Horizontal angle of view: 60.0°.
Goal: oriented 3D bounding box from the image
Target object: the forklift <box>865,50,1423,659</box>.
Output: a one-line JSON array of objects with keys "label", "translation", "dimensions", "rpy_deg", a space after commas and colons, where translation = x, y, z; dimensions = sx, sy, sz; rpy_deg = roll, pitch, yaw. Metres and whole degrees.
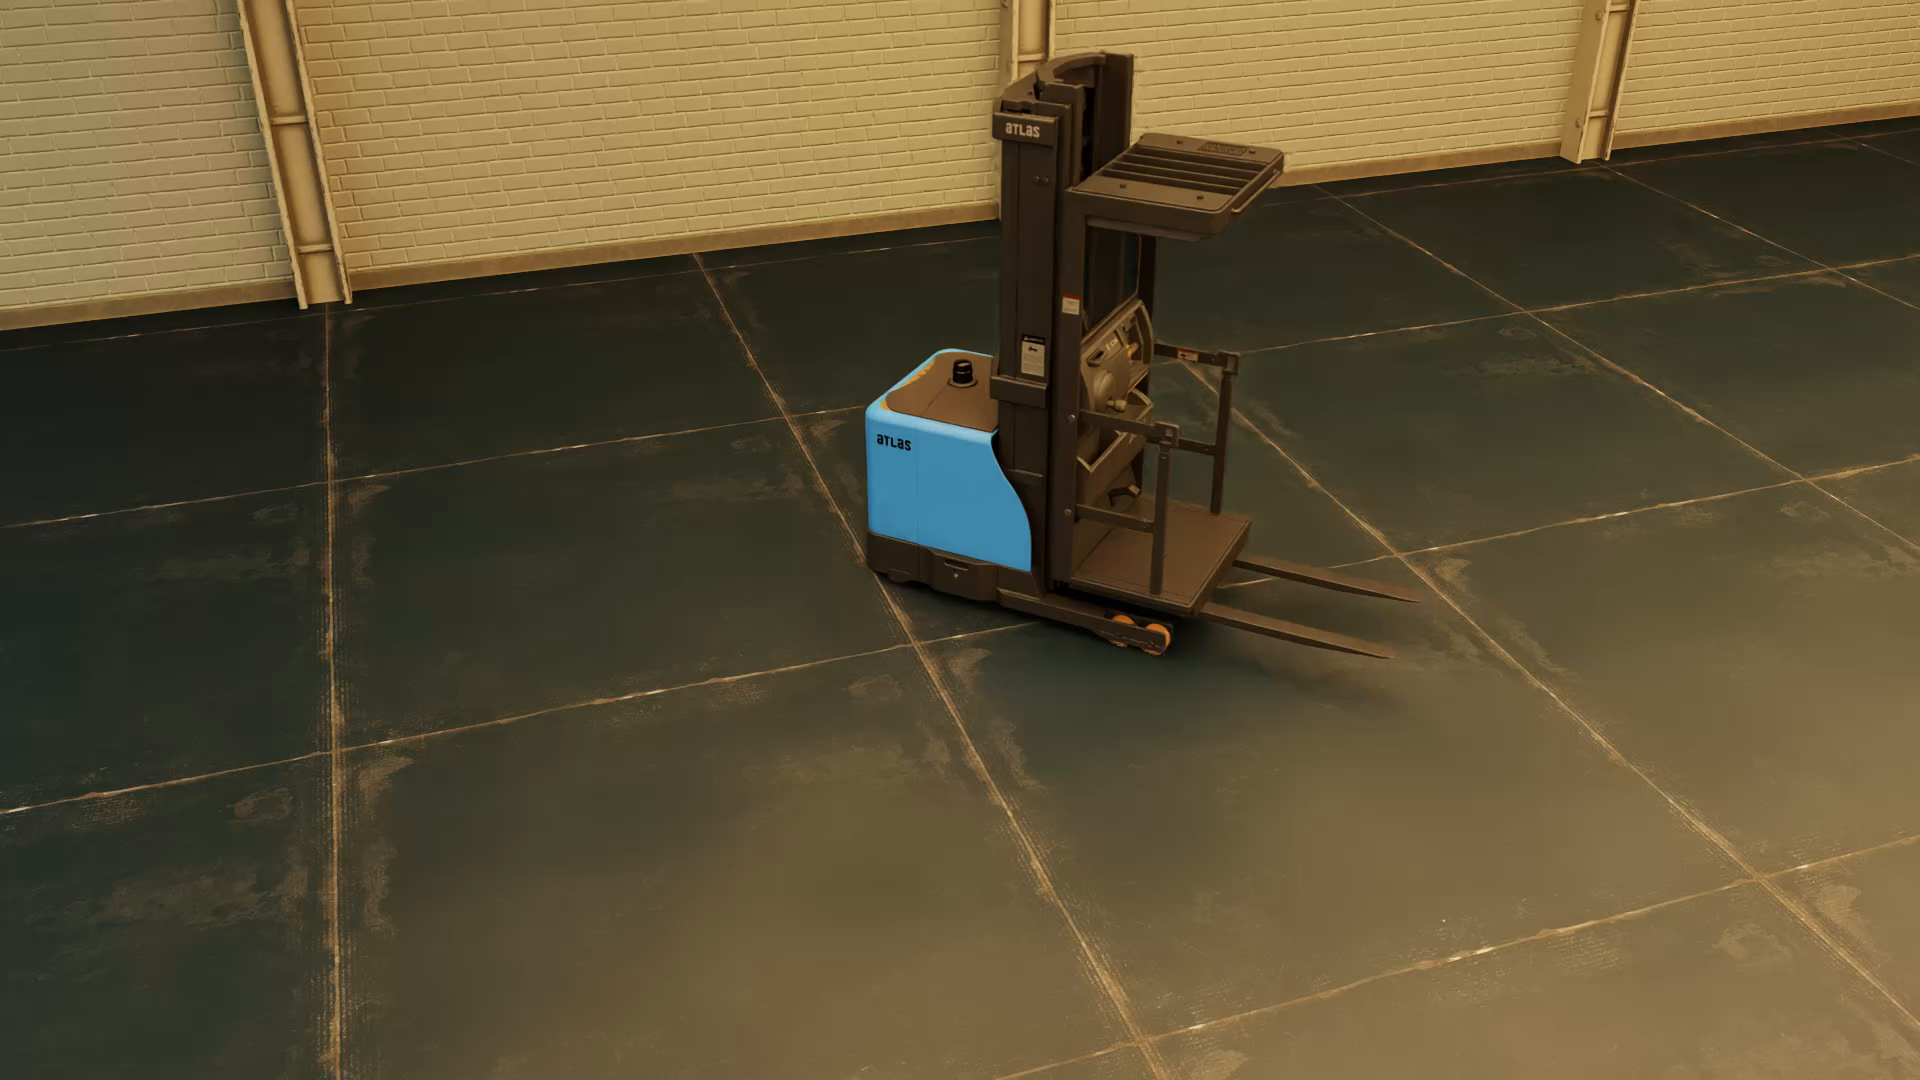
[{"label": "forklift", "translation": [1.016, -0.954, 8.746], "dimensions": [3.031, 2.935, 1.130], "rpy_deg": [14, 33, 23]}]
